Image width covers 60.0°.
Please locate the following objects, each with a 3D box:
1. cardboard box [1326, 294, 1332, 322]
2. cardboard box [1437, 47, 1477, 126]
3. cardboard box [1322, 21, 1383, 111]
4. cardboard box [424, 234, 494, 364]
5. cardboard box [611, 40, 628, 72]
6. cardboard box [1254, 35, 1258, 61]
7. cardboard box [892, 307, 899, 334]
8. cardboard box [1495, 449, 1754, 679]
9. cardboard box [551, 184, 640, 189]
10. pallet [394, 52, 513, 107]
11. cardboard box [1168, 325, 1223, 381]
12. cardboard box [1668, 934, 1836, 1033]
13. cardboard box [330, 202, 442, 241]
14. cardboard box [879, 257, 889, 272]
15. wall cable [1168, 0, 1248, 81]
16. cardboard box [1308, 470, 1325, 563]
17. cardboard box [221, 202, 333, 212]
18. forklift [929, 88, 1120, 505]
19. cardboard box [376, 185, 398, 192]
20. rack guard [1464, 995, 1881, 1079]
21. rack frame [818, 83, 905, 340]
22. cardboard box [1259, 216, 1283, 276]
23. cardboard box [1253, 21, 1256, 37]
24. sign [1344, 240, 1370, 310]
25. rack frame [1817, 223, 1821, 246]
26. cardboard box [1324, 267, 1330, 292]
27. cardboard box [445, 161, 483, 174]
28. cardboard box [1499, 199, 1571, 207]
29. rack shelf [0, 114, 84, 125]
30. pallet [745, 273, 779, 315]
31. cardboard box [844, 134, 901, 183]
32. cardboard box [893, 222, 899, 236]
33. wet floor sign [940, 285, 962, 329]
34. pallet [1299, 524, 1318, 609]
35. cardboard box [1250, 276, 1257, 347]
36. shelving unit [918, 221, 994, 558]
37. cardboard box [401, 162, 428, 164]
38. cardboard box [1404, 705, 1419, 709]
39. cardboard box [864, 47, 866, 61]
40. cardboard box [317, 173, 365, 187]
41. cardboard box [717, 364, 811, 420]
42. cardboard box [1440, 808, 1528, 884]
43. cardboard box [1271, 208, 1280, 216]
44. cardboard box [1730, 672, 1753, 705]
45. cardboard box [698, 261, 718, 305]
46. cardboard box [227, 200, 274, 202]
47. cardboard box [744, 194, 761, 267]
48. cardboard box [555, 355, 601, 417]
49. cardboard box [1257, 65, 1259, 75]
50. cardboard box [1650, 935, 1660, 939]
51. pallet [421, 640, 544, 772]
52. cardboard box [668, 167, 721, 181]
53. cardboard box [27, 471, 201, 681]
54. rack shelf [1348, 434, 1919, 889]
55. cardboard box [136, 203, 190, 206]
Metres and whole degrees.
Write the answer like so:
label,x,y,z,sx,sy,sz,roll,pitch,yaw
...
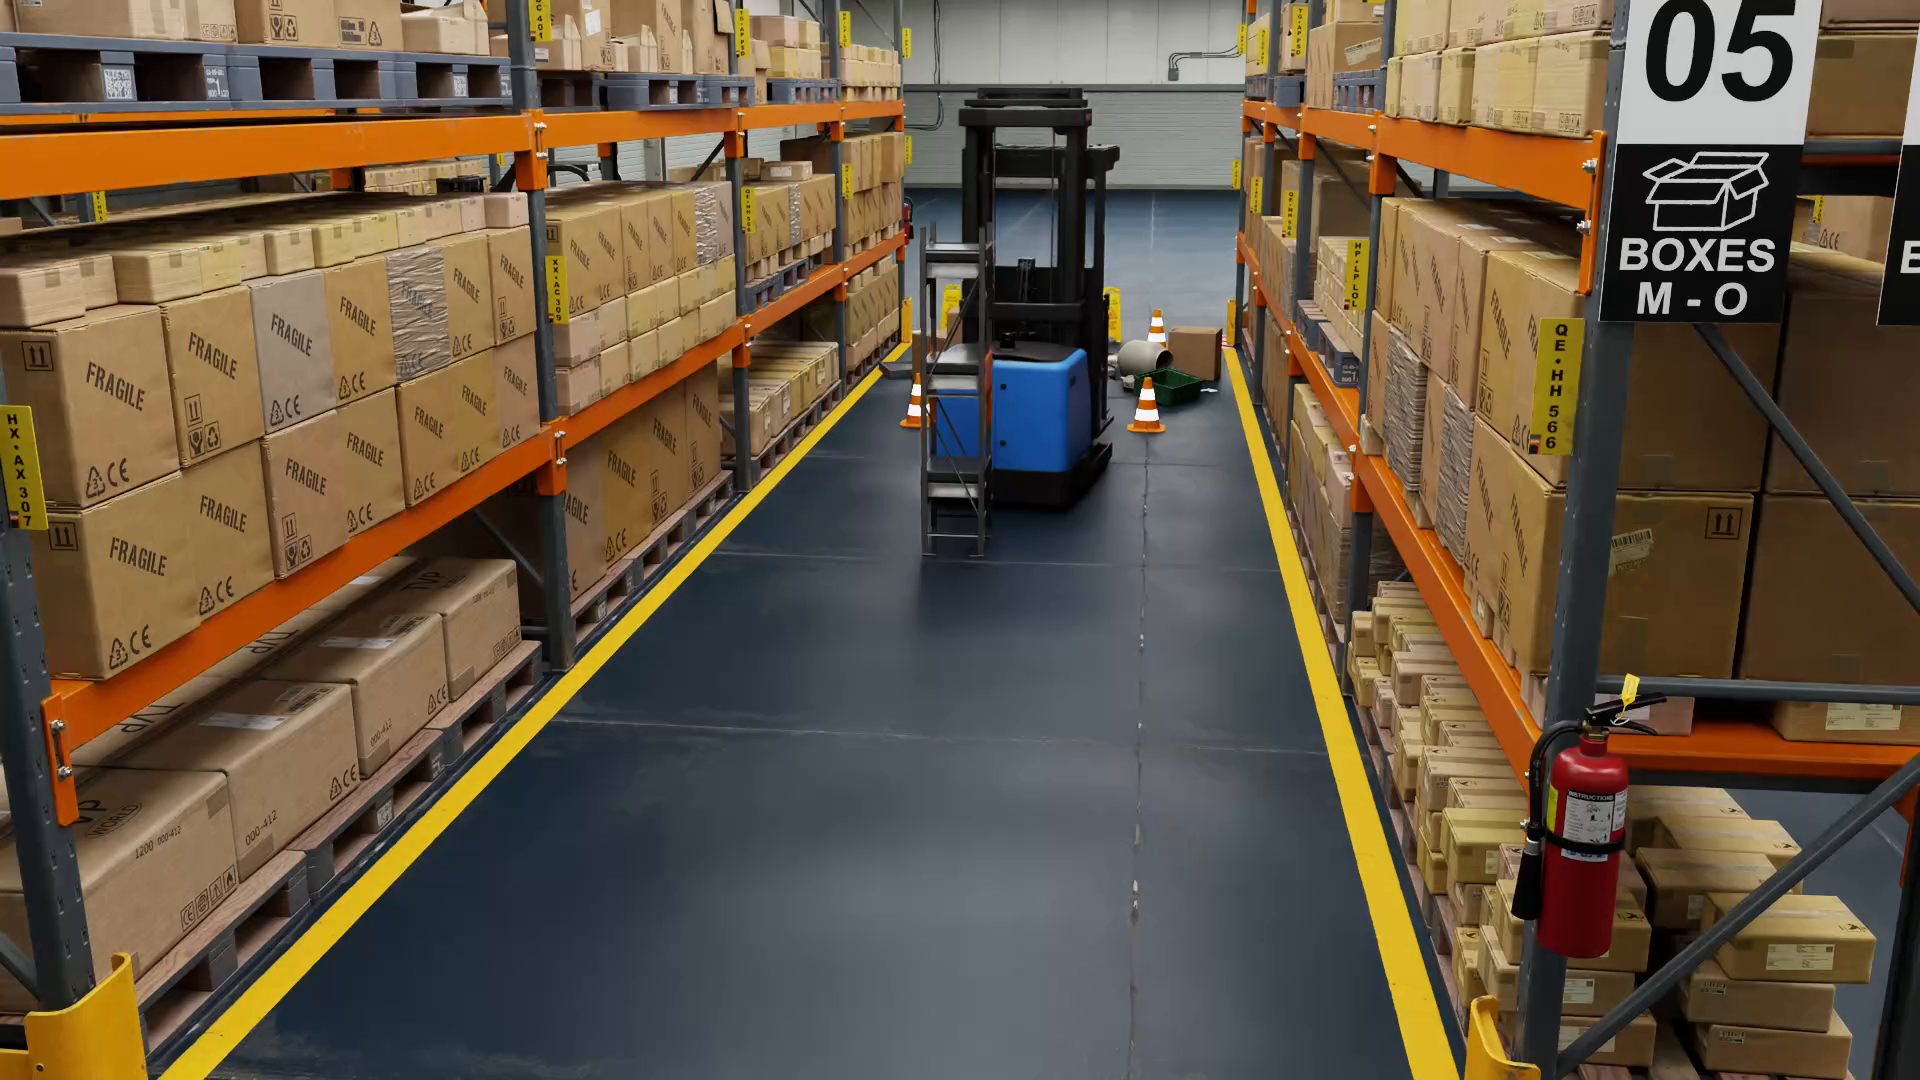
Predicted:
label,x,y,z,sx,sy,sz,roll,pitch,yaw
cardboard box,2.519,-1.464,10.507,0.380,0.149,0.250,2,15,9
cardboard box,1.905,-1.528,5.608,0.500,0.250,0.500,2,15,9
cardboard box,2.430,-2.799,9.827,0.500,0.500,0.500,2,15,6
cardboard box,-2.366,-1.054,7.205,0.500,0.500,0.500,1,15,5
cardboard box,-2.032,-2.640,9.076,0.380,0.166,0.250,1,15,2
cardboard box,3.283,-5.037,17.019,0.500,0.250,0.500,2,15,6
cardboard box,-0.995,-2.548,19.303,0.500,0.250,0.500,2,15,6
cardboard box,1.751,0.057,4.445,0.500,0.500,0.500,2,15,7
cardboard box,-2.416,-2.103,11.087,0.500,0.500,0.500,2,15,6
pallet,-2.625,-1.978,7.153,1.003,0.211,1.213,2,15,6
cardboard box,2.466,-1.967,17.474,0.500,0.500,0.500,4,16,16
cardboard box,2.271,1.274,4.791,0.380,0.149,0.250,2,15,9
cardboard box,-2.427,-1.344,7.034,0.380,0.149,0.250,2,15,6
cardboard box,-1.006,-3.070,18.551,0.380,0.149,0.250,2,15,7
wall cable,7.388,-16.648,48.975,2.305,6.003,0.169,2,15,6
cardboard box,2.361,-0.126,9.867,0.500,0.500,0.500,1,15,5
cardboard box,-2.904,-1.357,7.085,0.380,0.149,0.250,2,15,6
forklift,0.614,-2.005,12.961,1.130,2.935,3.031,4,16,14
cardboard box,-6.124,-3.638,17.437,0.380,0.149,0.250,2,15,7
rack guard,1.965,1.559,4.437,1.175,0.500,0.348,2,15,6
rack frame,-1.168,-3.897,19.827,1.000,3.000,0.127,2,15,6
cardboard box,2.984,-2.660,15.060,0.500,0.500,0.500,2,15,7
cardboard box,3.263,-5.333,17.349,0.380,0.149,0.250,2,15,6
sign,1.856,-1.239,7.780,0.100,0.325,0.005,2,15,6
rack frame,8.227,-2.567,14.911,1.000,3.000,0.127,2,15,6
cardboard box,2.550,-1.668,10.692,0.380,0.149,0.250,1,15,5
cardboard box,-5.931,-4.448,19.861,0.380,0.149,0.250,2,15,6
cardboard box,2.623,-1.210,7.212,0.500,0.500,0.500,1,15,4
rack shelf,-7.229,-2.549,10.475,1.077,0.370,4.000,2,15,6
pallet,-2.096,-1.917,12.874,1.213,0.211,1.003,2,15,6
cardboard box,-1.029,-4.166,18.146,0.700,0.500,0.500,2,15,6
cardboard box,-0.916,-3.603,19.222,0.380,0.149,0.250,2,15,6
wet floor sign,-0.083,-2.778,20.200,0.267,0.644,0.232,7,17,25
pallet,2.629,0.162,10.159,1.003,0.211,1.213,2,15,6
cardboard box,3.654,-2.548,18.105,0.875,0.875,0.875,1,15,5
shelving unit,-0.019,-0.971,10.729,0.431,2.100,0.503,2,15,6
cardboard box,-6.429,-4.330,19.426,0.380,0.149,0.250,2,15,7
cardboard box,2.030,0.723,6.830,0.380,0.149,0.250,2,15,9
cardboard box,-1.167,-4.982,17.049,0.380,0.149,0.250,1,15,5
cardboard box,-6.299,-3.655,16.927,0.380,0.149,0.250,2,15,7
cardboard box,-1.831,-1.291,14.418,0.950,0.372,0.625,2,15,8
cardboard box,1.753,0.980,5.310,0.380,0.149,0.250,1,15,5
cardboard box,3.340,-2.908,15.883,0.875,0.550,0.550,2,15,6
cardboard box,2.306,0.352,4.594,0.380,0.149,0.250,2,15,8
cardboard box,-1.927,-1.725,11.123,0.500,0.250,0.500,1,15,5
cardboard box,-6.451,-3.003,15.088,0.380,0.149,0.250,1,15,5
cardboard box,-1.790,-2.326,12.453,0.500,0.500,0.500,1,15,5
cardboard box,-2.210,-0.818,8.730,0.500,0.250,0.500,1,15,5
cardboard box,3.148,-4.685,16.479,0.380,0.149,0.250,2,15,7
cardboard box,2.303,1.285,5.322,0.380,0.149,0.250,2,15,7
pallet,-2.686,0.757,7.960,1.003,0.211,1.213,2,15,6
cardboard box,-2.166,-2.962,13.562,0.380,0.149,0.250,1,15,4
cardboard box,-2.634,0.089,4.896,0.500,0.500,0.500,2,15,6
rack shelf,2.182,0.201,6.050,1.077,0.370,4.000,2,15,6
cardboard box,-7.023,-2.887,14.658,0.380,0.149,0.250,2,15,7
